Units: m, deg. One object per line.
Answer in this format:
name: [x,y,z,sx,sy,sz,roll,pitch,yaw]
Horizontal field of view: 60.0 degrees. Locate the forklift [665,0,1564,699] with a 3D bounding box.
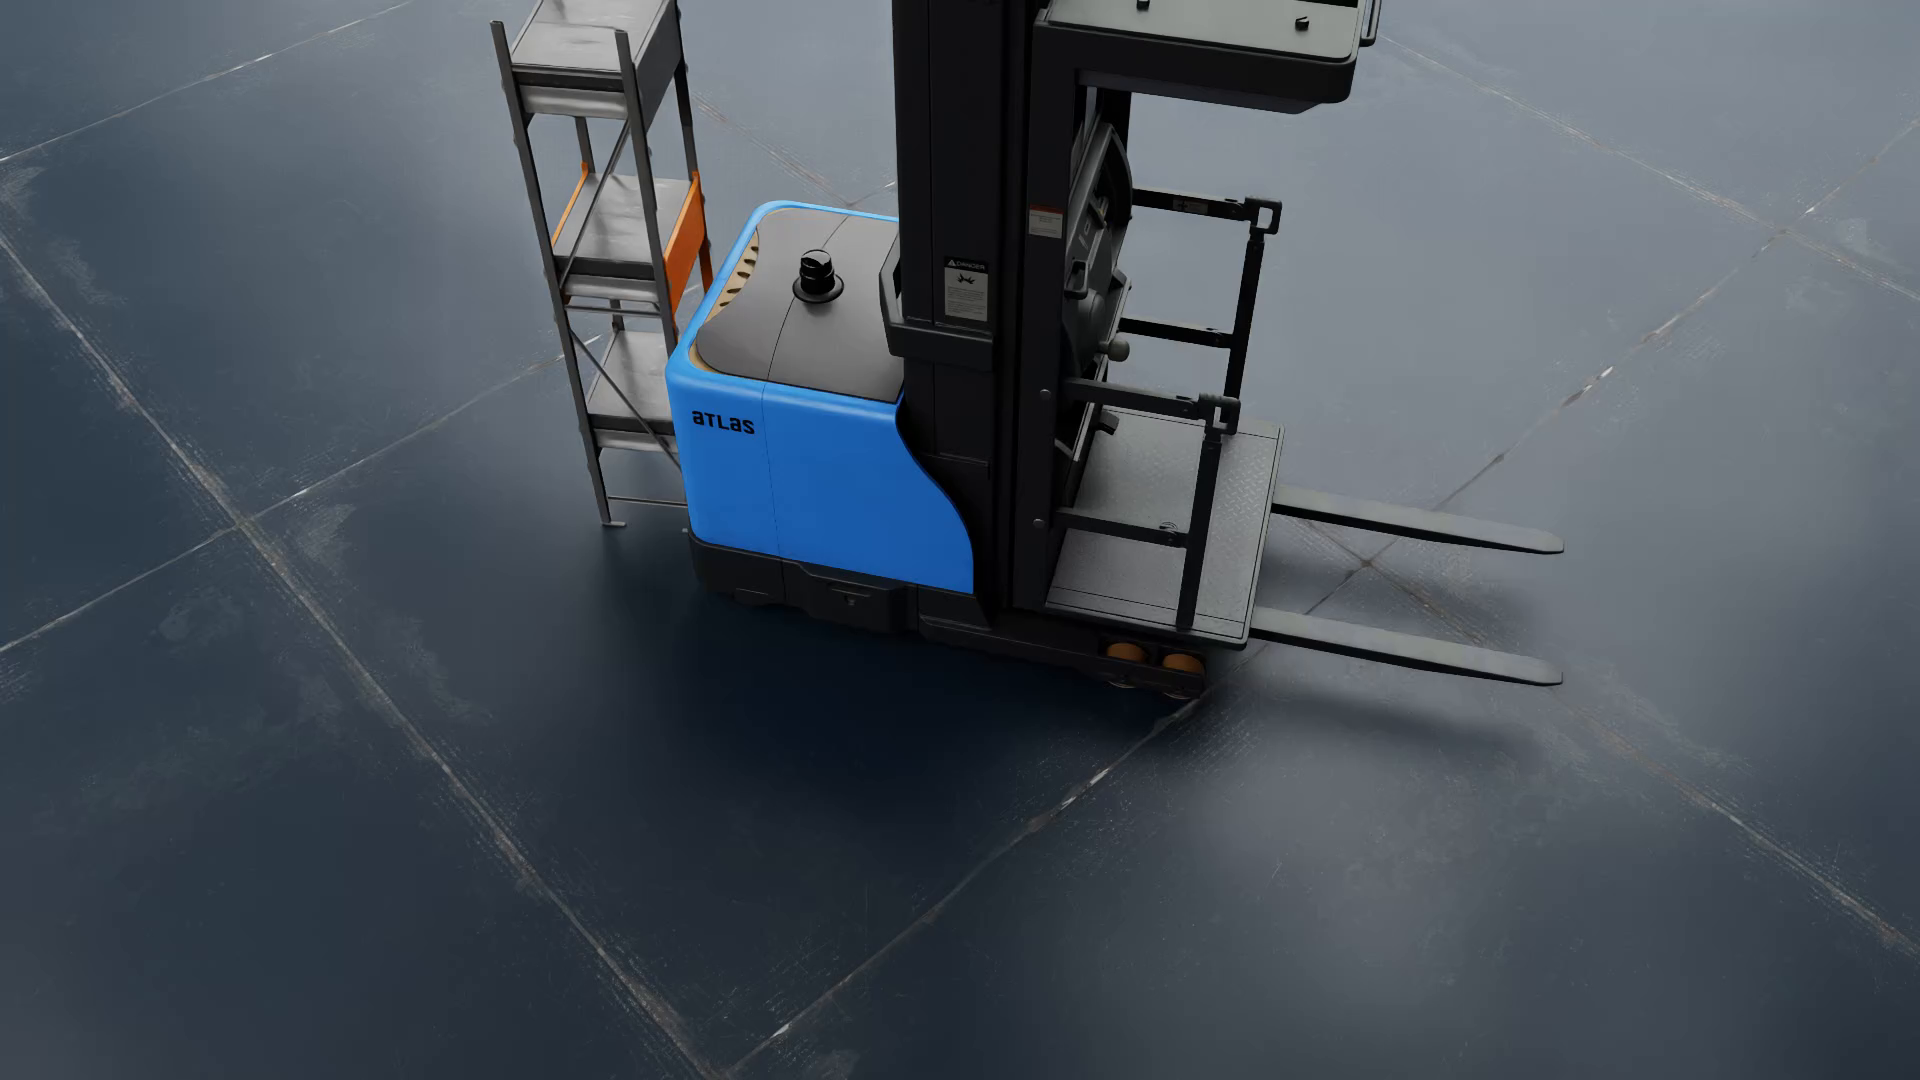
forklift: [0.610,-0.879,5.067,3.031,2.935,1.130,11,48,10]

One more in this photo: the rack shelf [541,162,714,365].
rack shelf: [-1.120,-0.923,5.690,0.431,0.518,0.480,6,48,5]

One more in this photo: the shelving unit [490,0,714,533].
shelving unit: [-1.120,-0.932,5.680,0.431,2.100,0.503,6,48,5]

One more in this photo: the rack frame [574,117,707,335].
rack frame: [-1.090,-1.110,5.844,0.400,2.100,0.015,6,48,5]

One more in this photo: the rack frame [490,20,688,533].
rack frame: [-1.151,-0.754,5.516,0.400,2.100,0.015,6,48,5]

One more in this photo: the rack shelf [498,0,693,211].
rack shelf: [-1.117,-1.397,5.175,0.431,0.518,0.480,6,48,5]

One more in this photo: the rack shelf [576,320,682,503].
rack shelf: [-1.124,-0.448,6.204,0.431,0.518,0.480,6,48,5]
